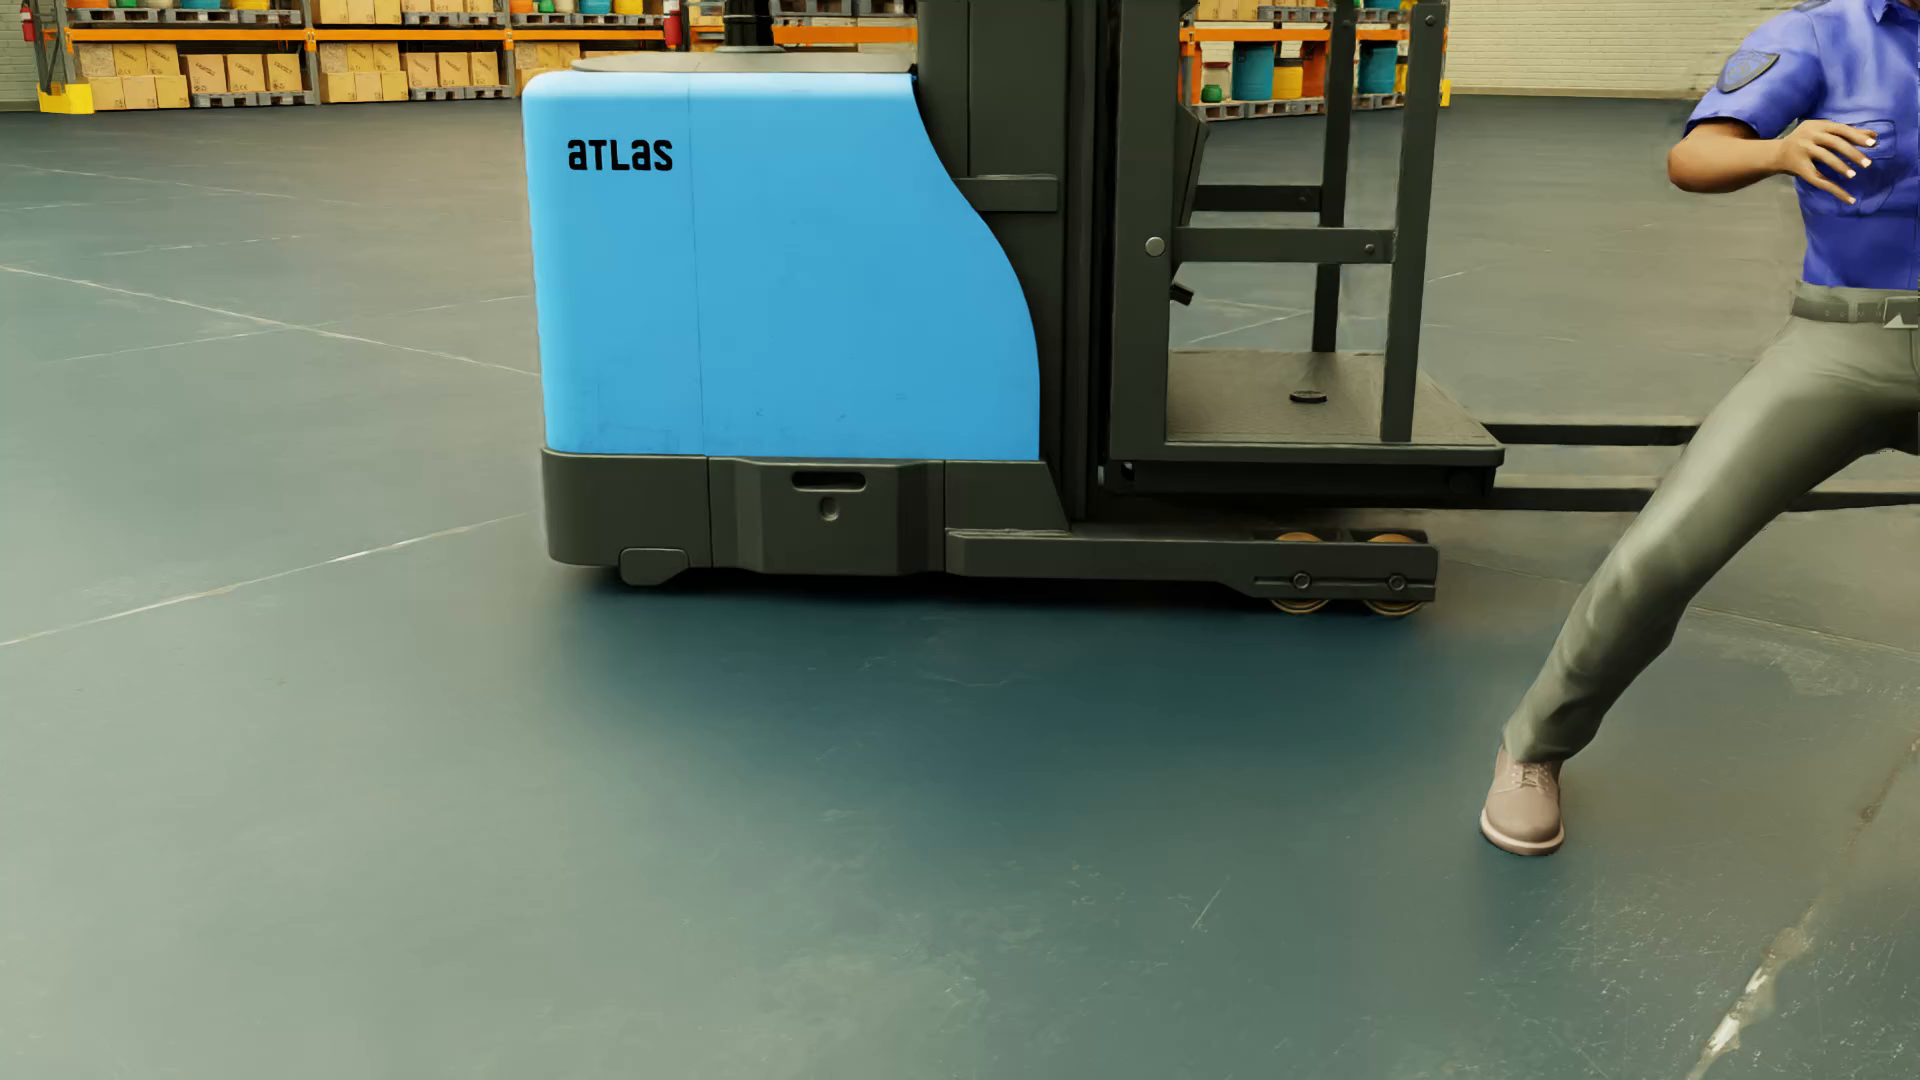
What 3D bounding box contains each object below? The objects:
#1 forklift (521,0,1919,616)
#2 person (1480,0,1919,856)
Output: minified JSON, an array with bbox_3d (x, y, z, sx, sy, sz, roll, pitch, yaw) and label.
[{"bbox_3d":[0.645,-1.406,3.528,3.031,2.935,1.130,1,17,3],"label":"forklift"},{"bbox_3d":[1.257,-0.228,2.222,0.942,1.444,0.694,6,18,20],"label":"person"}]
